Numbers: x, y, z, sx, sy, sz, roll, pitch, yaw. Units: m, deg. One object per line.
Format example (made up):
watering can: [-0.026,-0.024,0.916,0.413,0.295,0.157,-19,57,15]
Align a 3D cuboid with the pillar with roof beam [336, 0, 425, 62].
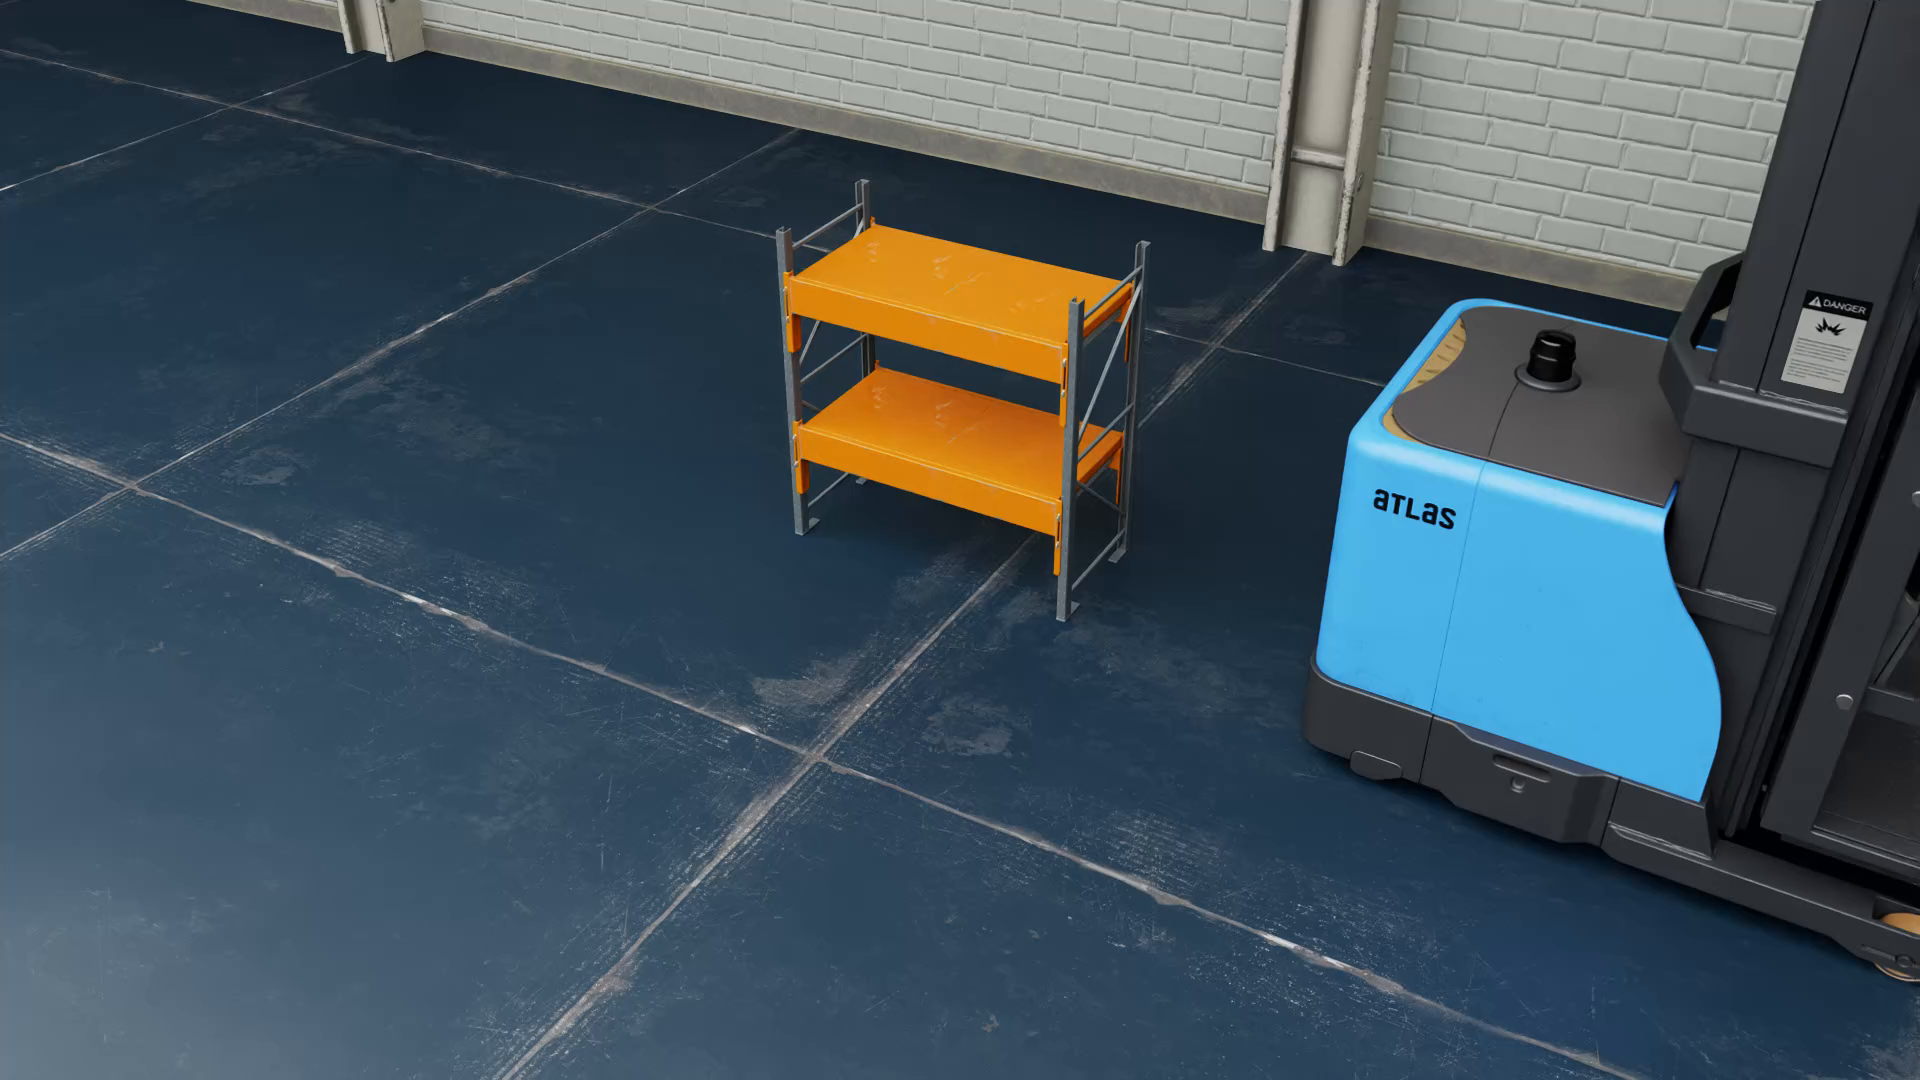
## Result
pillar with roof beam: [-5.681,-4.709,4.702,0.400,9.000,9.100,18,37,24]

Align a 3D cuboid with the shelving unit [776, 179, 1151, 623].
shelving unit: [0.006,-0.466,5.435,1.048,1.125,0.538,18,37,24]

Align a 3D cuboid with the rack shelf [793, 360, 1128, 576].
rack shelf: [0.006,-0.263,5.571,1.000,0.278,0.538,18,37,24]

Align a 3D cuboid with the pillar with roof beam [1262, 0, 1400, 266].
pillar with roof beam: [-0.472,-3.058,2.224,0.400,9.000,9.100,18,37,24]

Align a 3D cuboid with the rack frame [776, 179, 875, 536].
rack frame: [-0.435,-0.606,5.645,0.032,1.125,0.500,18,37,24]

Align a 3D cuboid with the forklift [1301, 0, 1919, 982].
forklift: [2.516,-0.414,3.727,3.031,2.935,1.130,18,38,25]

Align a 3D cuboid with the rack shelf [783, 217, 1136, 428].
rack shelf: [0.006,-0.710,5.273,1.000,0.278,0.538,18,37,24]

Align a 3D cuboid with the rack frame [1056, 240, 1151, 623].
rack frame: [0.447,-0.327,5.225,0.032,1.125,0.500,18,37,24]
